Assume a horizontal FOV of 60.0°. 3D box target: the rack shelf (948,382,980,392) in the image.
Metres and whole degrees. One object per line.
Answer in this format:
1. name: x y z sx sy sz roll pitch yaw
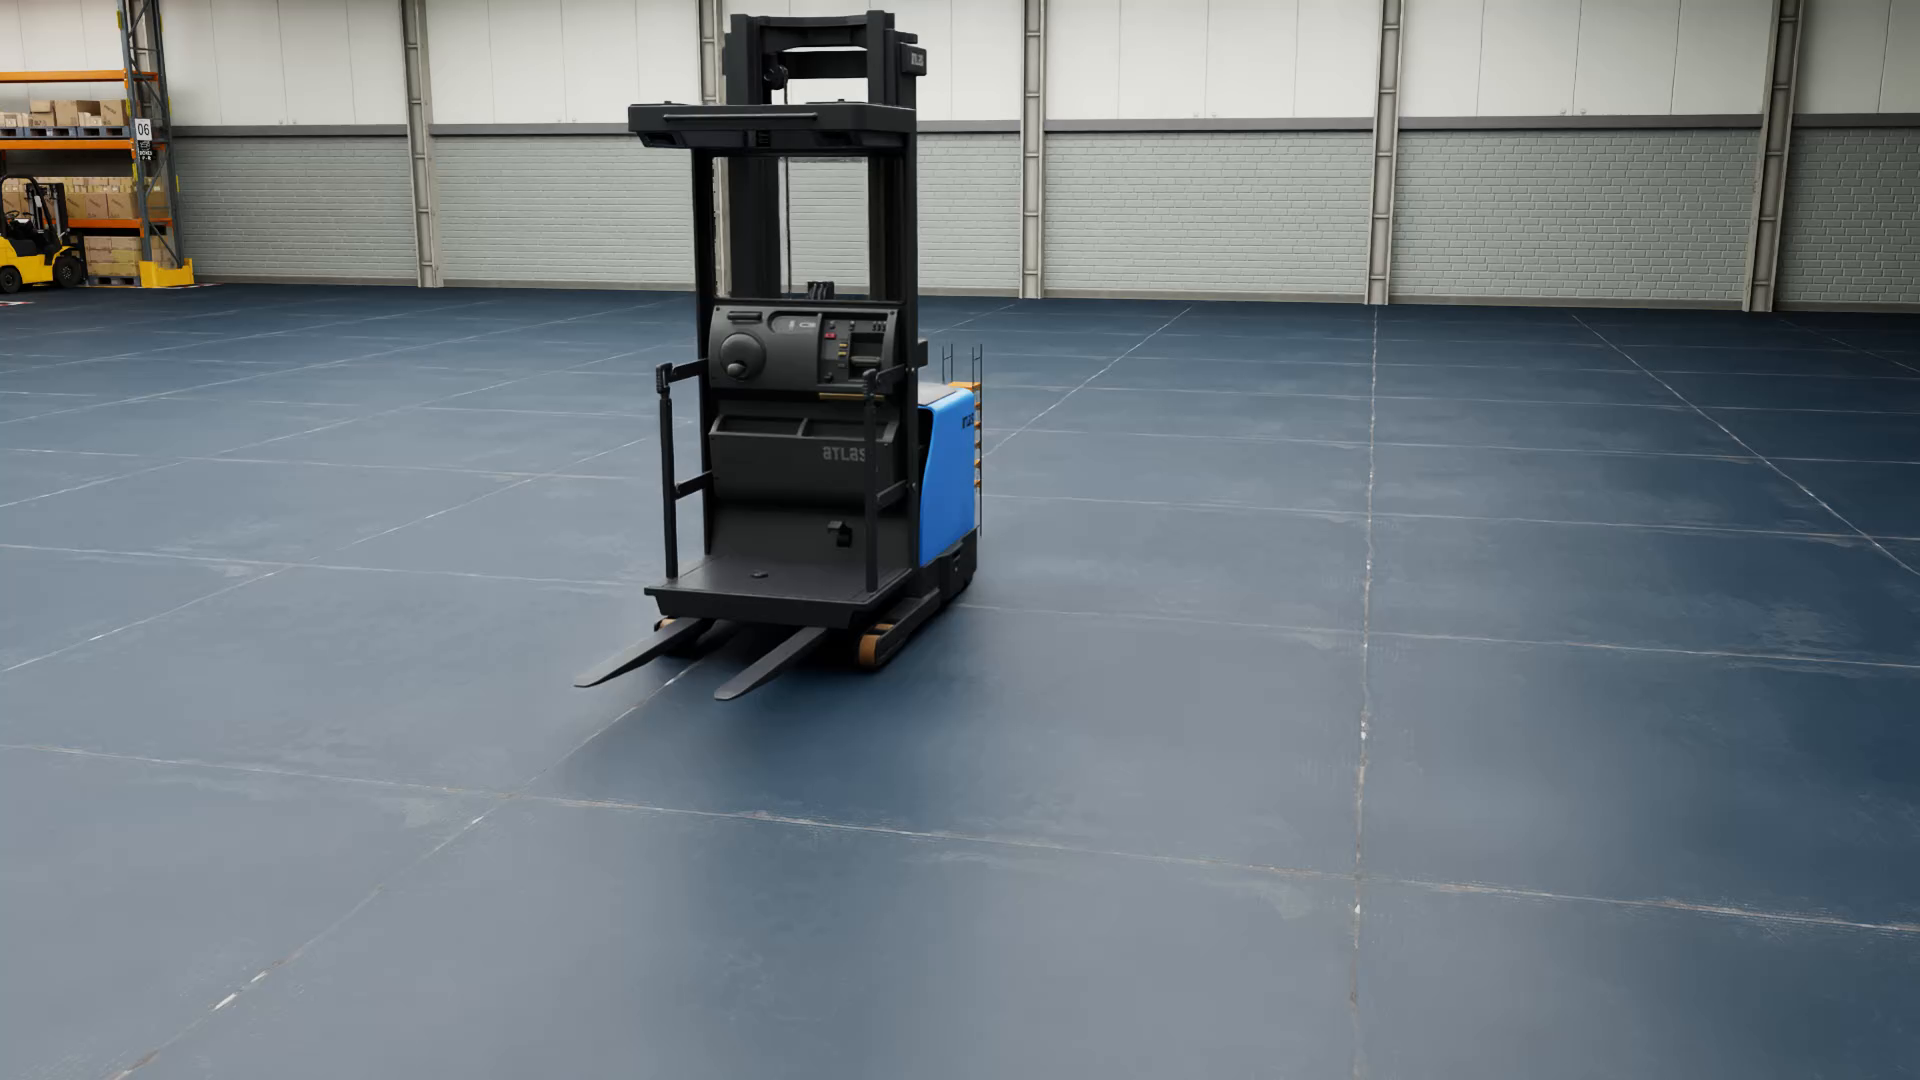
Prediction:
1. rack shelf: 0.014 -0.893 10.032 0.180 0.103 0.258 3 13 14

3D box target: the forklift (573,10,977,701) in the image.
1. forklift: -0.802 -0.932 7.667 1.130 2.935 3.031 4 13 16

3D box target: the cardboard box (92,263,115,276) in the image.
1. cardboard box: -16.745 -5.363 32.859 0.500 0.250 0.500 3 13 14

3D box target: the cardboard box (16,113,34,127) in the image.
1. cardboard box: -18.248 -8.234 32.604 0.258 0.266 0.396 3 13 12

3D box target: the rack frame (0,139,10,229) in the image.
1. rack frame: -19.616 -6.722 33.606 0.127 3.000 1.000 3 13 14

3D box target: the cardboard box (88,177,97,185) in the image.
1. cardboard box: -16.862 -7.042 32.634 0.250 0.149 0.380 3 13 14

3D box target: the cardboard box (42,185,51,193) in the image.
1. cardboard box: -17.873 -6.931 32.821 0.250 0.149 0.380 3 13 12

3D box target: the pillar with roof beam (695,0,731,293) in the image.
1. pillar with roof beam: -5.574 -8.141 26.151 0.400 9.000 9.100 3 13 14

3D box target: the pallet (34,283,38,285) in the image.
1. pallet: -18.854 -5.311 33.682 1.213 0.211 1.003 3 13 14

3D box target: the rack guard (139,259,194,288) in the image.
1. rack guard: -15.709 -5.293 32.936 0.348 0.500 1.175 3 13 14

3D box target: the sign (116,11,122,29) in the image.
1. sign: -15.877 -9.824 31.400 0.005 0.325 0.100 3 13 14

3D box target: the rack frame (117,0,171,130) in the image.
1. rack frame: -15.733 -9.443 32.021 0.127 3.000 1.000 3 13 14

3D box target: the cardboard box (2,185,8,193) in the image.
1. cardboard box: -18.858 -6.995 33.108 0.250 0.149 0.380 3 13 13

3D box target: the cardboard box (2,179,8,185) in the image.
1. cardboard box: -18.853 -7.148 33.110 0.250 0.149 0.380 3 13 12

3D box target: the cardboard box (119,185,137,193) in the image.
1. cardboard box: -16.136 -6.839 32.405 0.250 0.149 0.380 3 13 14

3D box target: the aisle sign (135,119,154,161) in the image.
1. aisle sign: -15.739 -7.718 32.095 0.004 0.787 0.394 3 13 14

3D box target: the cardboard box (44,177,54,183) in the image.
1. cardboard box: -17.862 -7.094 32.869 0.250 0.149 0.380 3 13 14

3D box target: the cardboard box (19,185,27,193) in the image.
1. cardboard box: -18.382 -6.952 32.917 0.250 0.149 0.380 3 13 13

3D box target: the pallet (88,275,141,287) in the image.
1. pallet: -16.485 -5.184 33.112 1.213 0.211 1.003 3 13 14

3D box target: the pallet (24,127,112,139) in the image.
1. pallet: -17.601 -8.041 32.828 1.213 0.211 1.003 3 13 14

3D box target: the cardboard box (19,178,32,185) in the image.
1. cardboard box: -18.369 -7.105 32.918 0.250 0.149 0.380 3 13 13

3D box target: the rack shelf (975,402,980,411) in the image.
1. rack shelf: 0.014 -0.776 10.058 0.180 0.103 0.258 3 13 14

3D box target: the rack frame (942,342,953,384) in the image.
1. rack frame: -0.075 -0.590 10.122 0.006 1.200 0.240 3 13 14

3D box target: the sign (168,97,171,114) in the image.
1. sign: -15.594 -8.561 32.767 0.005 0.325 0.100 3 13 14

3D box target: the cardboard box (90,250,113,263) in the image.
1. cardboard box: -16.765 -5.609 32.814 0.500 0.250 0.500 3 13 13

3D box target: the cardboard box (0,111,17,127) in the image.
1. cardboard box: -18.867 -8.302 32.809 0.500 0.311 0.500 3 13 15

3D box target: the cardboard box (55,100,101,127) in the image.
1. cardboard box: -17.191 -8.327 32.485 0.500 0.500 0.700 3 13 14

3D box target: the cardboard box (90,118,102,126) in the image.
1. cardboard box: -16.610 -8.089 32.222 0.250 0.149 0.380 3 13 12

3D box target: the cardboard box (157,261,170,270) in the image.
1. cardboard box: -16.163 -5.444 33.223 0.500 0.250 0.500 3 13 14

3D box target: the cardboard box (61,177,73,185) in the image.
1. cardboard box: -17.394 -7.045 32.645 0.250 0.149 0.380 3 13 15

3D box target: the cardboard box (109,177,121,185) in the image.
1. cardboard box: -16.378 -7.006 32.469 0.250 0.149 0.380 3 13 14

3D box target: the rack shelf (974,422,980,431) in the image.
1. rack shelf: 0.014 -0.659 10.084 0.180 0.103 0.258 3 13 14

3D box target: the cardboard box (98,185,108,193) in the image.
1. cardboard box: -16.629 -6.872 32.555 0.250 0.149 0.380 3 13 15

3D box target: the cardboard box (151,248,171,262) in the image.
1. cardboard box: -16.139 -5.689 33.176 0.500 0.250 0.500 3 13 15

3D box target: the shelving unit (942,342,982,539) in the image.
1. shelving unit: 0.014 -0.585 10.100 0.189 1.200 0.258 3 13 14

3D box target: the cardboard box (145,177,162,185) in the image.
1. cardboard box: -16.008 -7.087 32.838 0.250 0.149 0.380 3 13 12

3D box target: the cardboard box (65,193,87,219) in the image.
1. cardboard box: -17.273 -6.589 32.776 0.500 0.500 0.500 3 13 12

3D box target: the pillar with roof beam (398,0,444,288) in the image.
1. pillar with roof beam: -11.399 -8.452 27.554 0.400 9.000 9.100 3 13 14

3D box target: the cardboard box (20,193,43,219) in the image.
1. cardboard box: -18.246 -6.643 33.021 0.500 0.500 0.500 3 13 13

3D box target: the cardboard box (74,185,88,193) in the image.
1. cardboard box: -17.137 -6.891 32.642 0.250 0.149 0.380 3 13 12

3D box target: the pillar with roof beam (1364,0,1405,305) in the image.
1. pillar with roof beam: 6.077 -7.518 23.344 0.400 9.000 9.100 3 13 14

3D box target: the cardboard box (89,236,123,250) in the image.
1. cardboard box: -16.752 -5.849 32.740 0.500 0.250 0.500 3 13 15

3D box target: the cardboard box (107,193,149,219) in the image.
1. cardboard box: -16.273 -6.534 32.526 0.500 0.500 0.500 3 13 12

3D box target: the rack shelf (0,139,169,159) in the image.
1. rack shelf: -17.674 -7.731 32.891 4.000 0.370 1.077 3 13 14
